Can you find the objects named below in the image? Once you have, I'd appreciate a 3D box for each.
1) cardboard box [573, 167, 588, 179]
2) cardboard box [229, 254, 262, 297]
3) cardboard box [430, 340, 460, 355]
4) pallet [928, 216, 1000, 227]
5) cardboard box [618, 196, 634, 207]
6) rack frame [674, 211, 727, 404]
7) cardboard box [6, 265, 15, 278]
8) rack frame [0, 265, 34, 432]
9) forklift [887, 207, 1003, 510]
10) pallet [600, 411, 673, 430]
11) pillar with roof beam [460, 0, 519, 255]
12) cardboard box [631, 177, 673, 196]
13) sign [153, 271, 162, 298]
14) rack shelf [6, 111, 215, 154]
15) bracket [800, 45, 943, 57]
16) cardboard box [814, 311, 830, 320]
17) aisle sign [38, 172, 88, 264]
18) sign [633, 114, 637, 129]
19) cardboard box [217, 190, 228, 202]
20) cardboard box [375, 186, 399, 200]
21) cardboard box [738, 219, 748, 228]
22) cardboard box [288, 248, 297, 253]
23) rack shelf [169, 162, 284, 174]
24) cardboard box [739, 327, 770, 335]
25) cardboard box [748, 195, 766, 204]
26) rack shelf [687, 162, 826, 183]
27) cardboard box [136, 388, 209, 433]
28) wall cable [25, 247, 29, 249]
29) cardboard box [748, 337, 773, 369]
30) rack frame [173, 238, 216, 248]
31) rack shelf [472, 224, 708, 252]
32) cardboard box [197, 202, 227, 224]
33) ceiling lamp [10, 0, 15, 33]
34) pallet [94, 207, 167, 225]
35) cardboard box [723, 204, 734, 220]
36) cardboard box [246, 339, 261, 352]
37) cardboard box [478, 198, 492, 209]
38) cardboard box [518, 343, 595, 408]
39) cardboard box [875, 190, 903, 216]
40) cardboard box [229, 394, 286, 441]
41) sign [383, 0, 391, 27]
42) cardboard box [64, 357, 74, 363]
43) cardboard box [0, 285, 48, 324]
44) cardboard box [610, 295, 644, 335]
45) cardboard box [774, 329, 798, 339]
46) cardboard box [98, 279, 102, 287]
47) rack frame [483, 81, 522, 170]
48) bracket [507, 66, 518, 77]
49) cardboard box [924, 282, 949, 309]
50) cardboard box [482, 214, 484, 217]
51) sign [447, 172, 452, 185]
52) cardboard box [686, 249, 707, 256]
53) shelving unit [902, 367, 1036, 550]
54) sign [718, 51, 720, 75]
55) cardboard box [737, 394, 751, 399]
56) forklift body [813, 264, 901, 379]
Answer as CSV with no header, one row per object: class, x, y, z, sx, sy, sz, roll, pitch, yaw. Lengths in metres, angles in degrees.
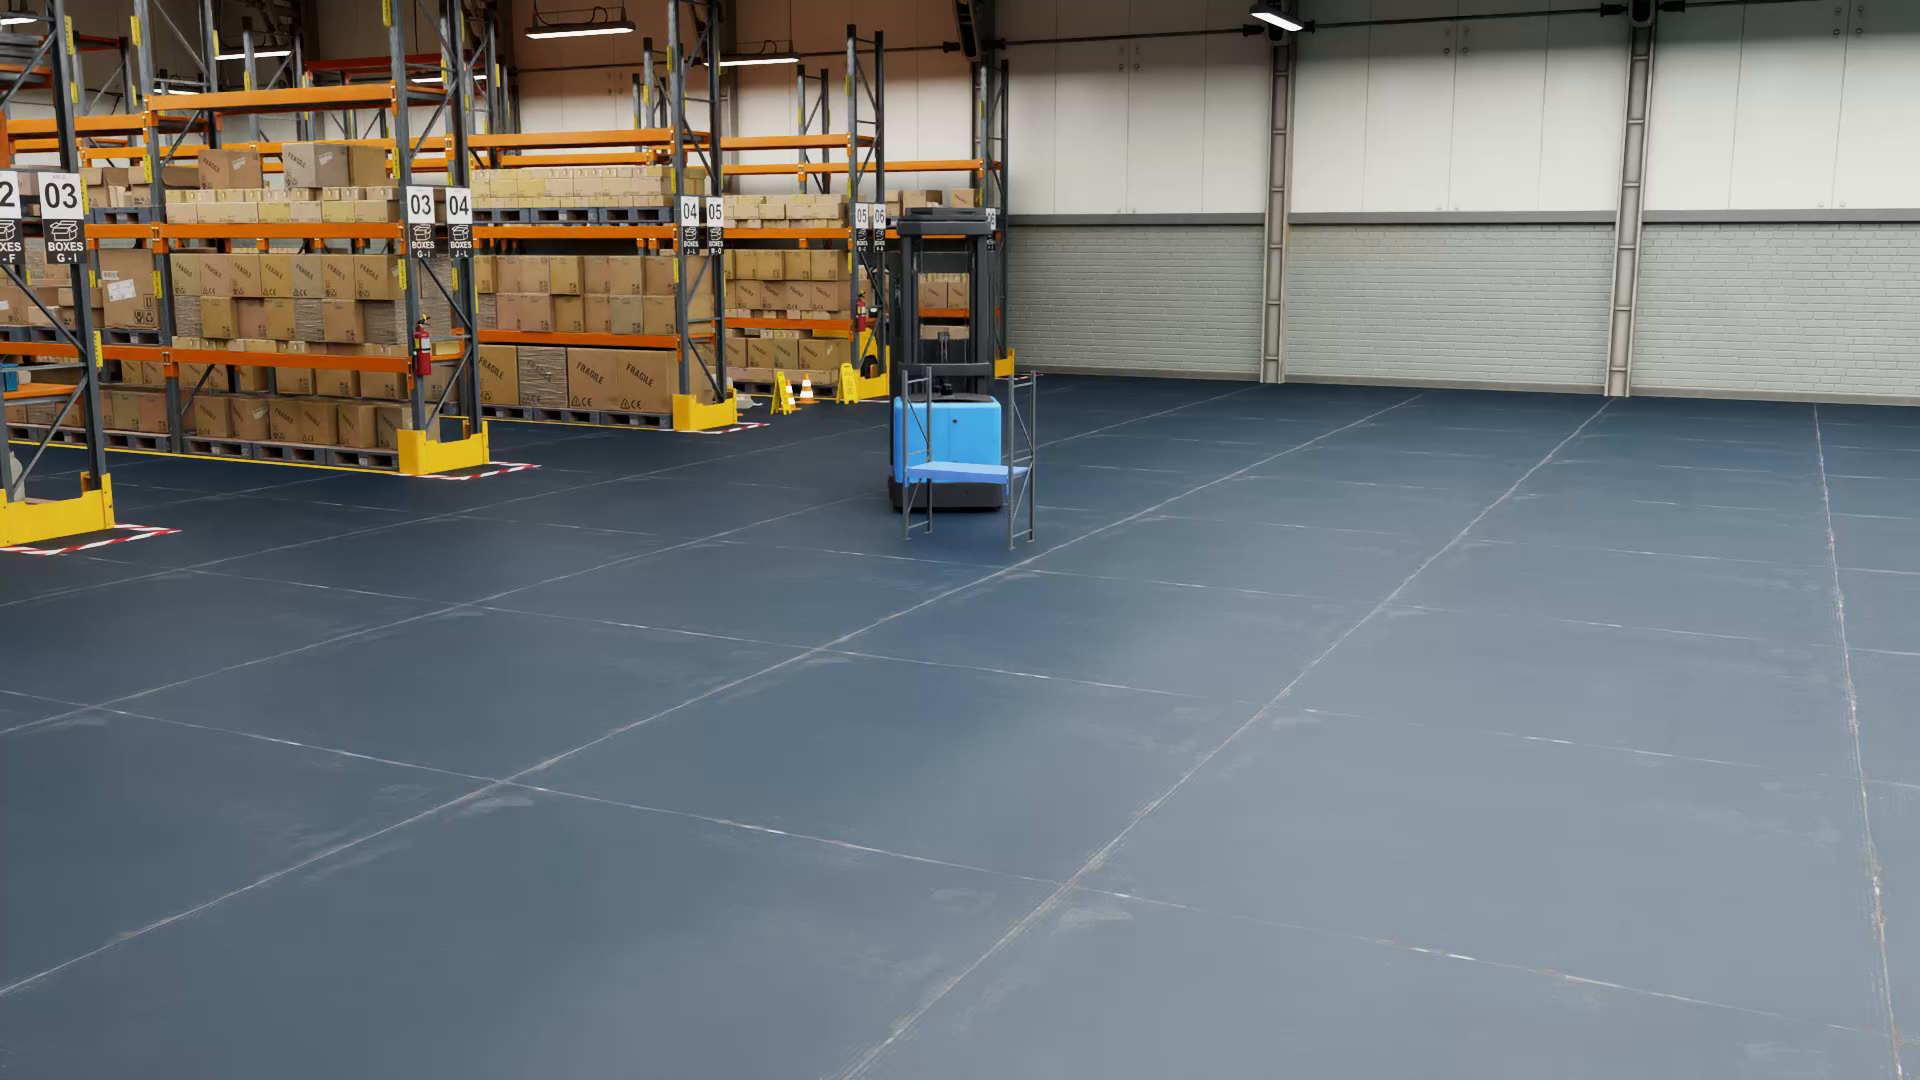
cardboard box,-5.228,-5.164,23.425,0.250,0.149,0.380,5,11,25
cardboard box,-8.320,-3.155,19.816,0.500,0.500,0.500,5,11,26
cardboard box,-6.071,-2.244,19.410,0.250,0.149,0.380,5,11,26
pallet,0.034,-6.175,32.252,1.213,0.211,1.003,5,11,26
cardboard box,-4.540,-4.711,23.163,0.250,0.149,0.380,5,11,27
rack frame,-3.636,-3.091,23.386,0.127,3.000,1.000,5,11,26
cardboard box,-16.328,-4.839,29.119,0.500,0.500,0.500,5,11,24
rack frame,-13.095,-2.937,22.537,0.127,3.000,1.000,5,11,26
forklift,-0.199,-1.957,17.313,1.130,2.935,3.031,-1,10,-4
pallet,-4.387,-1.769,23.914,1.213,0.211,1.003,5,11,26
pillar with roof beam,-12.235,-8.091,34.170,0.548,9.000,9.100,5,11,26
cardboard box,-4.198,-4.889,23.026,0.500,0.250,0.500,5,11,27
sign,-9.750,-3.103,20.200,0.005,0.325,0.100,5,11,26
rack shelf,-11.301,-5.181,21.231,4.000,0.370,1.077,5,11,26
bracket,-2.408,-9.784,33.413,4.783,0.066,0.076,5,11,26
cardboard box,-2.242,-3.763,27.807,0.250,0.149,0.380,5,11,25
aisle sign,-7.918,-2.836,14.678,0.004,0.787,0.394,5,11,26
sign,-6.749,-8.676,34.556,0.005,0.325,0.100,5,11,26
cardboard box,-8.611,-4.098,19.831,0.250,0.149,0.380,5,12,28
cardboard box,-6.308,-3.877,18.610,0.250,0.149,0.380,5,11,26
cardboard box,-3.567,-5.372,28.270,0.250,0.149,0.380,5,11,26
cardboard box,-13.122,-5.728,33.048,0.250,0.149,0.380,5,11,26
rack shelf,-14.091,-7.394,33.459,4.000,0.370,1.077,5,11,26
cardboard box,-4.095,-4.138,34.658,0.625,0.625,0.875,5,11,25
cardboard box,-3.360,-5.729,28.007,0.250,0.149,0.380,5,12,27
rack shelf,-4.724,-7.557,34.358,4.000,0.370,1.077,5,11,26
cardboard box,-10.049,-1.660,21.265,0.500,0.500,0.700,4,11,21
wall cable,-20.951,-6.106,37.106,0.123,1.953,0.585,5,11,26
cardboard box,-3.289,-3.215,28.508,0.500,0.500,0.500,5,11,24
rack frame,-15.884,-5.150,34.765,0.127,3.000,1.000,5,11,26
rack shelf,-5.429,-4.371,24.054,4.000,0.370,1.077,5,11,26
cardboard box,-8.741,-3.907,19.893,0.500,0.250,0.500,5,11,25
ceiling lamp,-19.364,-10.799,32.740,0.800,3.185,2.000,5,11,26
pallet,-10.014,-4.071,20.907,1.003,0.211,1.213,5,11,26
cardboard box,-3.940,-5.594,28.381,0.500,0.250,0.500,5,11,26
cardboard box,-8.316,-2.339,19.936,0.250,0.149,0.380,5,11,26
cardboard box,-6.813,-4.911,24.267,0.250,0.149,0.380,5,11,26
cardboard box,-5.880,-2.436,24.555,0.875,0.875,0.875,5,11,26
cardboard box,-1.230,-6.610,32.658,0.637,0.503,0.797,5,12,28
cardboard box,-8.650,-1.517,20.528,0.500,0.500,0.500,10,14,44
sign,-6.185,-5.709,17.941,0.005,0.325,0.100,5,11,26
cardboard box,-15.304,-3.152,28.878,0.250,0.149,0.380,5,11,25
cardboard box,-12.593,-3.157,22.290,0.500,0.500,0.500,4,11,19
cardboard box,-4.491,-3.227,23.715,0.550,0.550,0.875,5,11,26
cardboard box,-2.953,-3.491,28.213,0.250,0.149,0.380,5,12,27
cardboard box,-14.247,-4.308,27.966,0.250,0.149,0.380,6,12,29
rack frame,-10.104,-8.580,36.871,0.127,3.000,1.000,5,11,26
bracket,-10.115,-10.461,37.155,0.430,0.232,0.235,5,11,26
cardboard box,-0.362,-4.771,32.388,0.500,0.500,0.500,5,12,28
cardboard box,-9.115,-6.259,30.999,0.637,0.503,0.797,4,11,22
sign,-7.454,-5.204,24.304,0.005,0.325,0.100,5,11,26
cardboard box,-4.376,-4.779,28.791,0.500,0.500,0.700,5,11,26
shelving unit,0.077,-0.731,14.560,1.048,1.500,0.538,5,11,26
sign,-3.384,-6.669,23.242,0.005,0.325,0.100,5,11,26
cardboard box,-3.604,-2.267,26.840,0.380,0.149,0.250,-7,12,-33
forklift body,-1.851,-4.123,31.472,1.214,2.155,2.313,5,11,26
